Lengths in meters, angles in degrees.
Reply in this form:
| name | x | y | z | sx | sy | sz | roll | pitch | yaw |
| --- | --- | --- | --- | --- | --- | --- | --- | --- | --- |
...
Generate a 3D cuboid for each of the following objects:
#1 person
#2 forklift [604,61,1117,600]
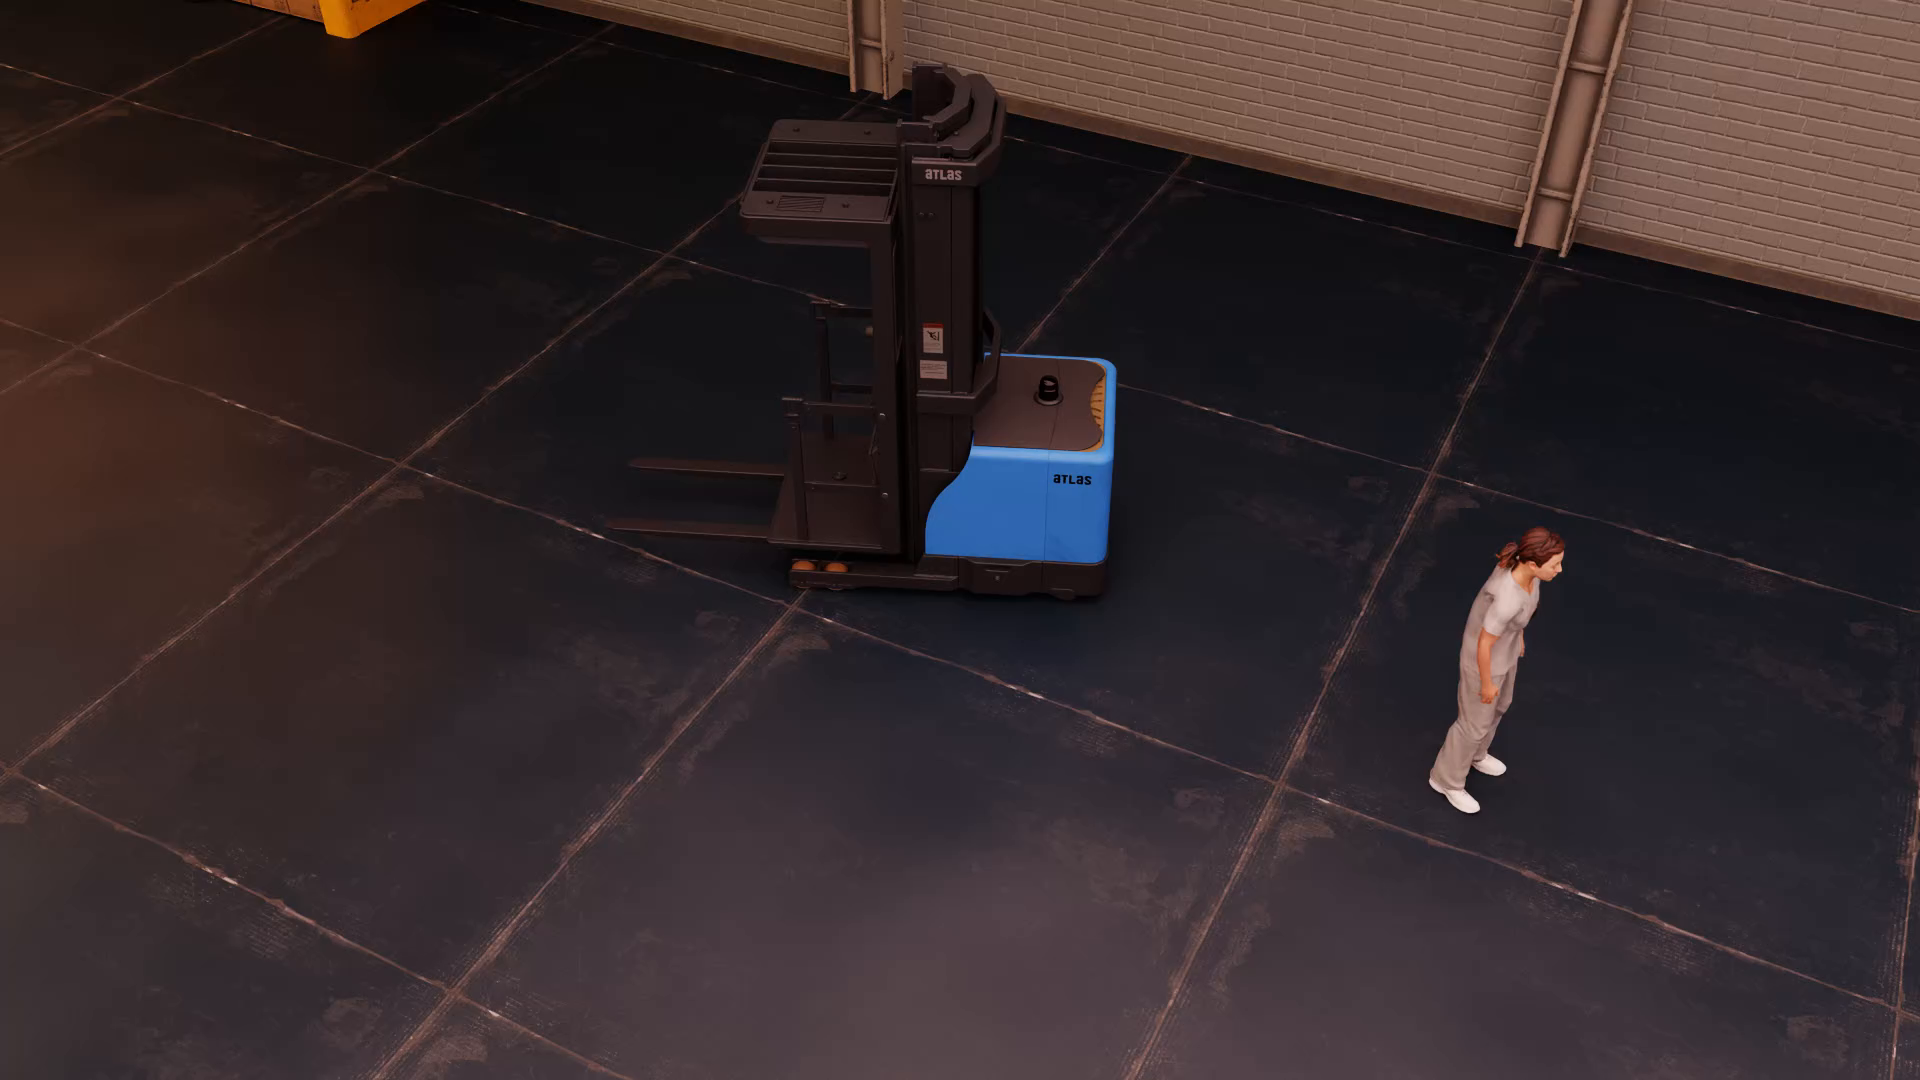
| name | x | y | z | sx | sy | sz | roll | pitch | yaw |
| --- | --- | --- | --- | --- | --- | --- | --- | --- | --- |
| person | 2.663 | 0.601 | 8.254 | 0.355 | 1.668 | 0.510 | 25 | 46 | 26 |
| forklift | -0.606 | -1.157 | 9.360 | 3.031 | 2.935 | 1.130 | 3 | 40 | 4 |
